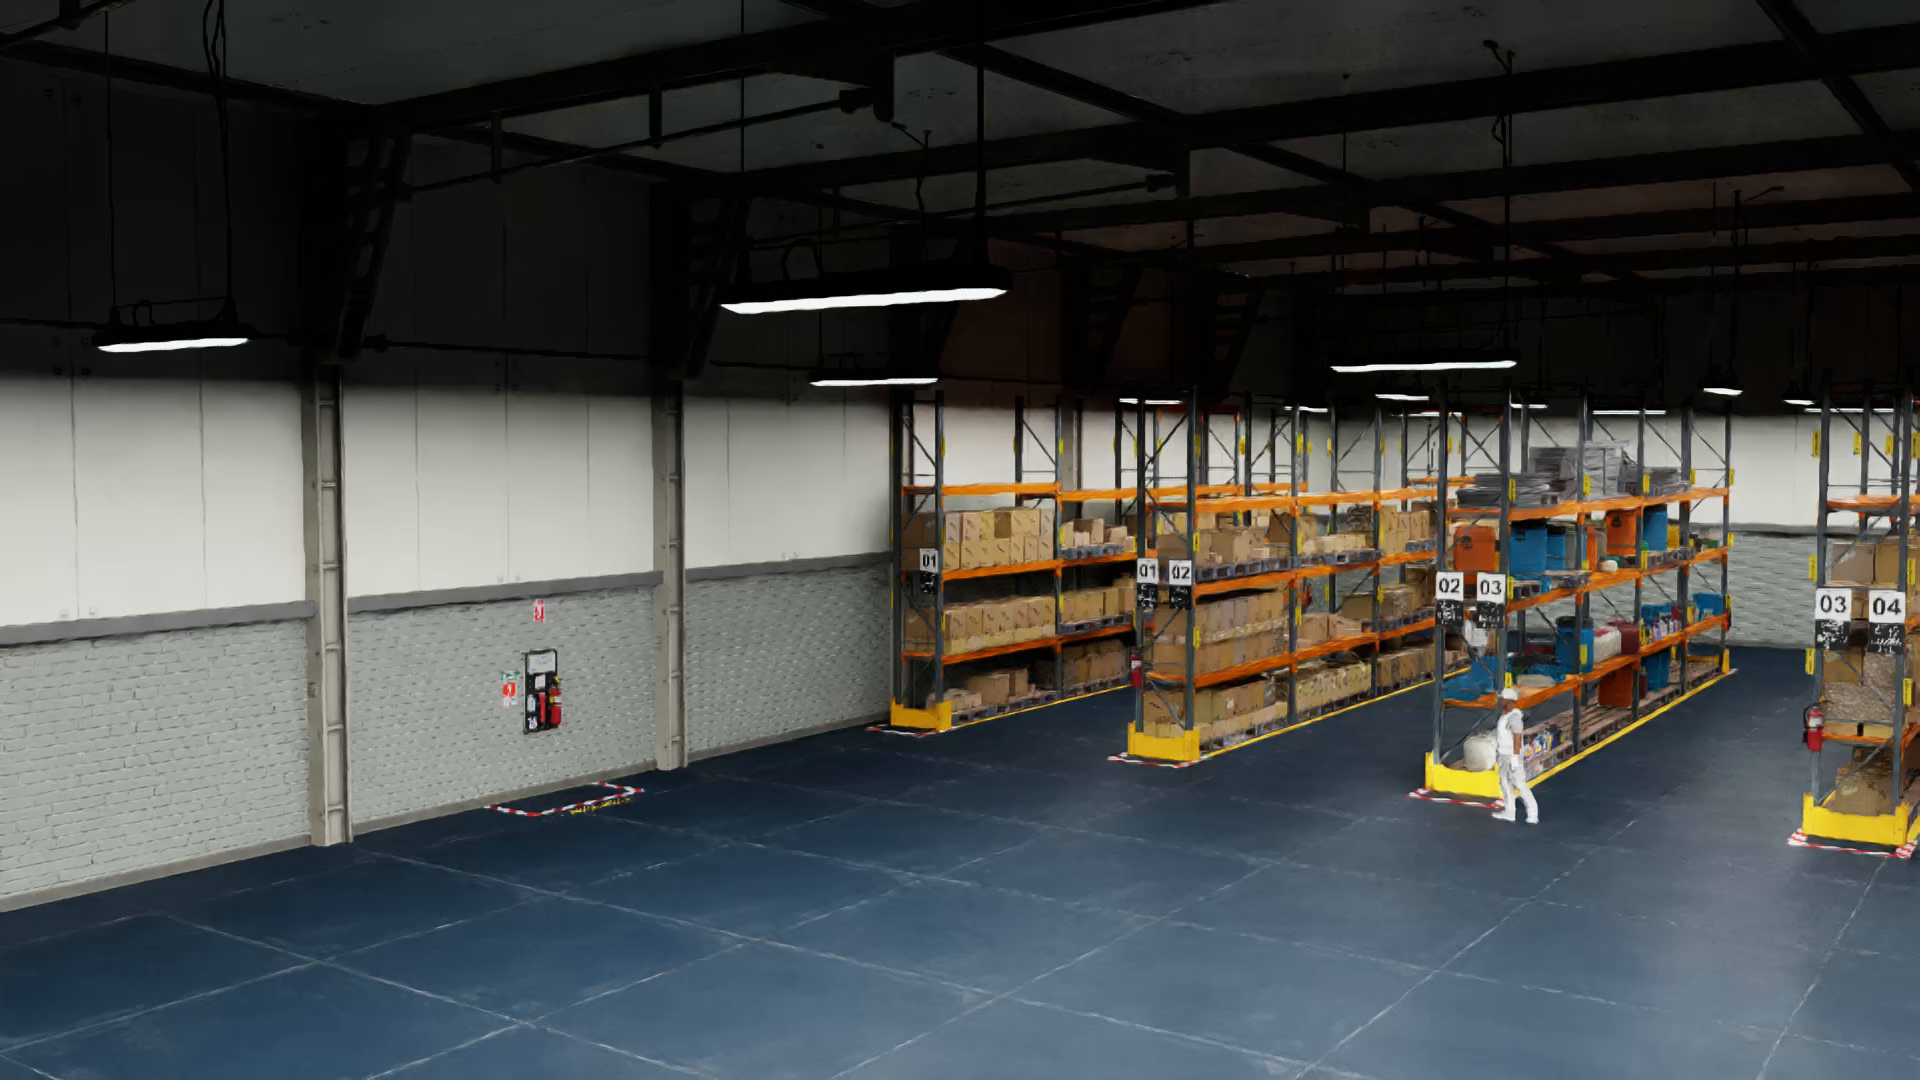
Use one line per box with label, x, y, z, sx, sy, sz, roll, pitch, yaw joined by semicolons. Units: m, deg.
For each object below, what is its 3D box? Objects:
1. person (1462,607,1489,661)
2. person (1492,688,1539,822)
person;10.785;2.175;34.885;0.544;1.697;1.102;2;4;37
person;7.447;2.869;22.271;0.557;1.779;0.659;0;3;6
